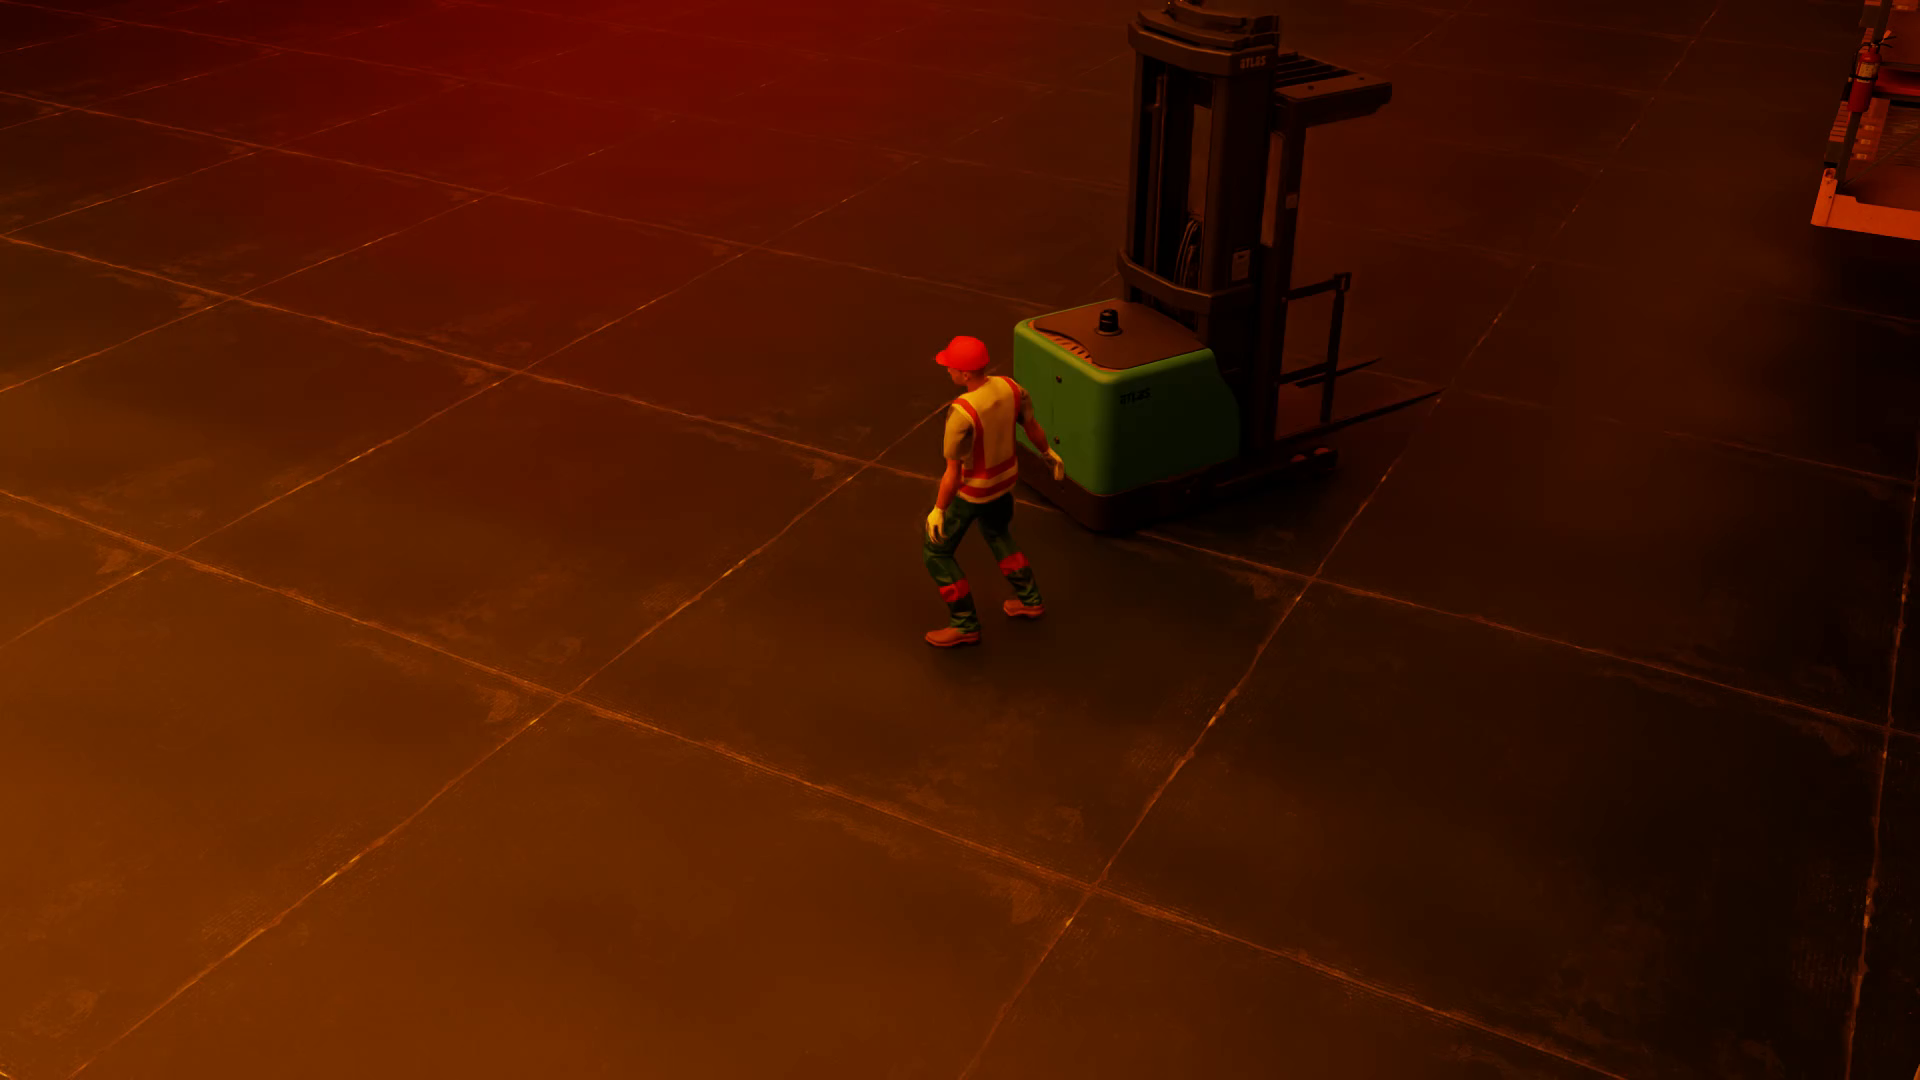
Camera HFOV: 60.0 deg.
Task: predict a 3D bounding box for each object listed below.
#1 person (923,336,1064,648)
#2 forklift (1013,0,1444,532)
[{"bbox_3d":[0.191,-0.300,8.822,0.894,1.702,0.496,-25,38,-36],"label":"person"},{"bbox_3d":[1.840,-1.857,10.288,3.031,2.935,1.130,-17,34,-27],"label":"forklift"}]
